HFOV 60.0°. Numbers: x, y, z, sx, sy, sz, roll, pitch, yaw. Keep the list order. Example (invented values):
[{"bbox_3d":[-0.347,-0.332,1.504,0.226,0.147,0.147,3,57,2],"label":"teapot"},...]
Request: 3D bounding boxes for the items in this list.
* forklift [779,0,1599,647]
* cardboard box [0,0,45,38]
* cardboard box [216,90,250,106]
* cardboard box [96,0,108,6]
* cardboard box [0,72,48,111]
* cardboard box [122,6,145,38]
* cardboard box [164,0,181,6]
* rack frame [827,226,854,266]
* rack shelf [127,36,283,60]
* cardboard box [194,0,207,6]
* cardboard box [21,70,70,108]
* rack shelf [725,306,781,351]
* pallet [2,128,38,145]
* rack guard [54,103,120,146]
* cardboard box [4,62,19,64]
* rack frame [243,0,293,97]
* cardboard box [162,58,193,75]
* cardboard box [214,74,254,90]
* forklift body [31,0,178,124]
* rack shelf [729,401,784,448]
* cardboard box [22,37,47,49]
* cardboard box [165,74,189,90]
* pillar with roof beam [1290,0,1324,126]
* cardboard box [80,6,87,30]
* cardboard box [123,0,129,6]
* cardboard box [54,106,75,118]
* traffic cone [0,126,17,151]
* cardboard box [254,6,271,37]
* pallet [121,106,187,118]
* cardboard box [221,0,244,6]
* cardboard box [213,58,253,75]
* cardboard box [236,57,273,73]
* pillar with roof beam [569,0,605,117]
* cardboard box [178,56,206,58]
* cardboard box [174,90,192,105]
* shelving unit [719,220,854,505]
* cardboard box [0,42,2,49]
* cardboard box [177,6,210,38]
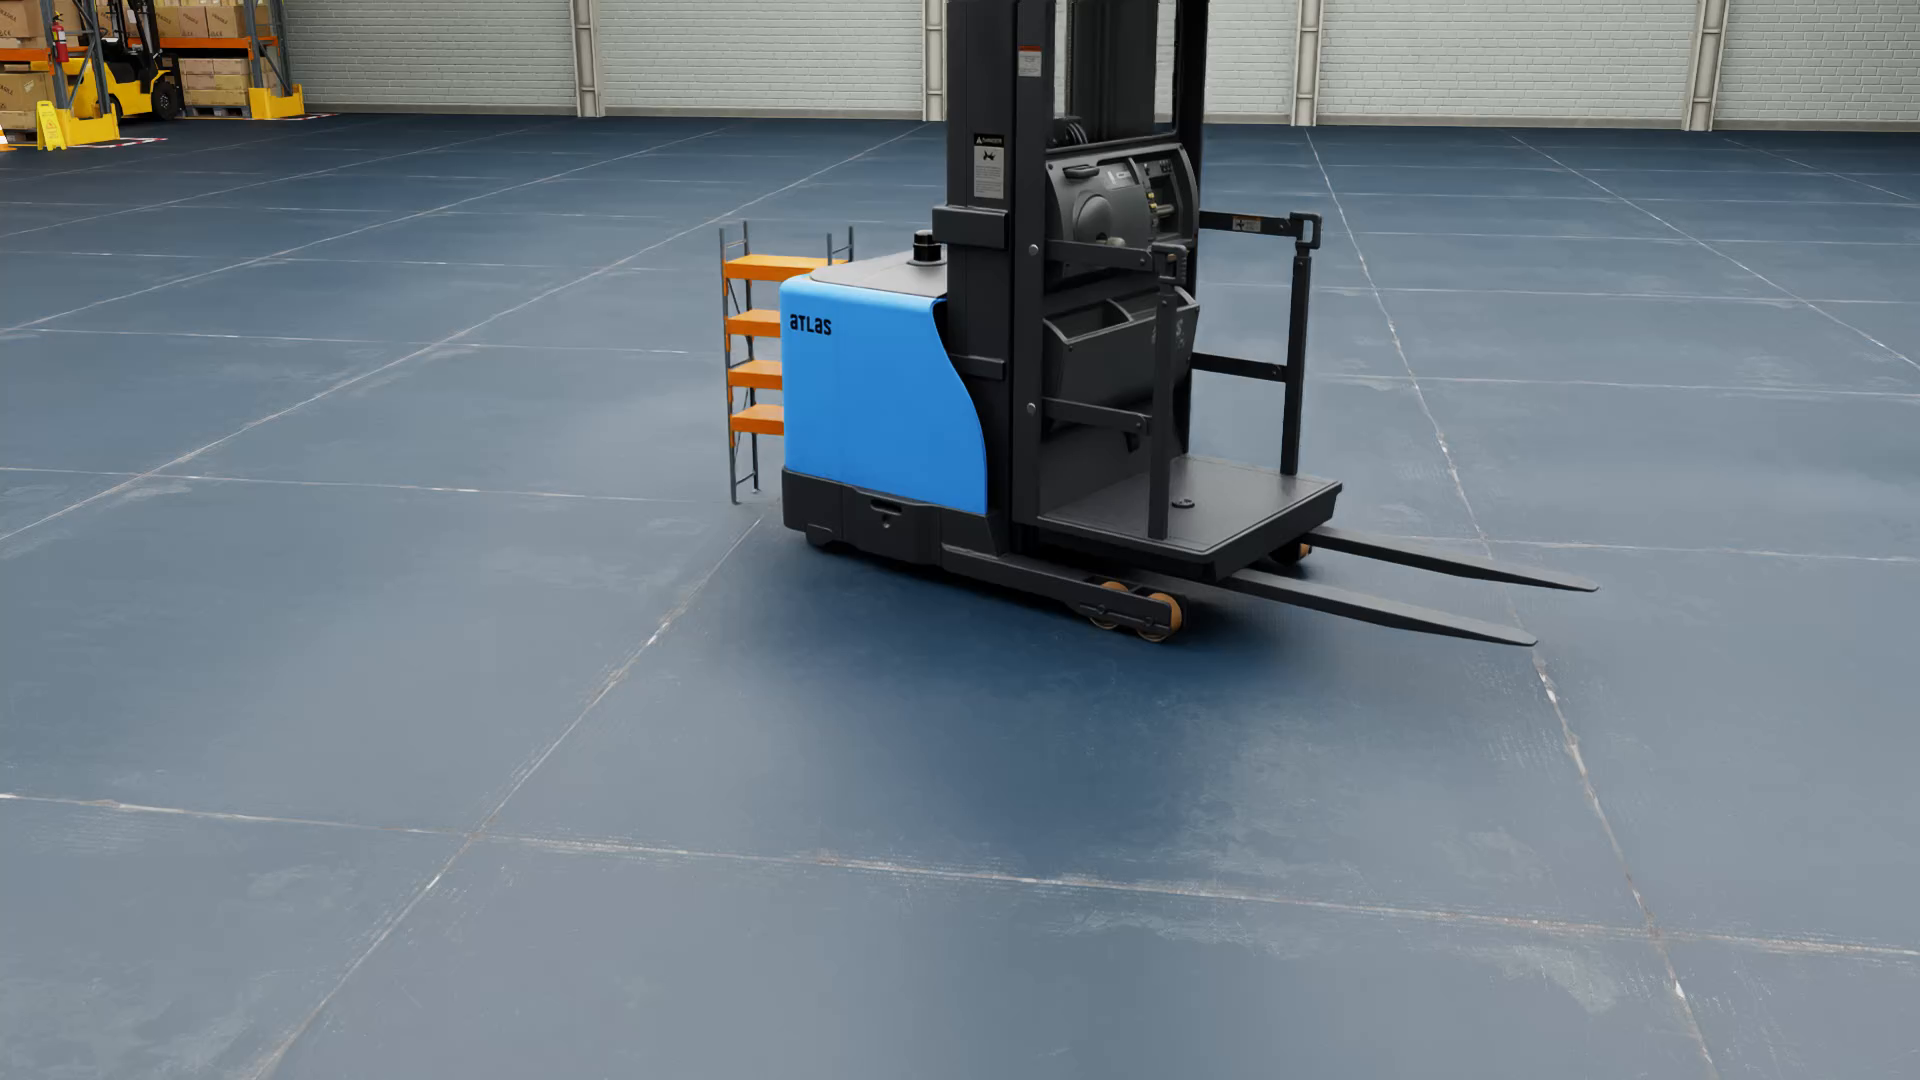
[{"bbox_3d":[0.760,-1.229,5.856,3.031,2.935,1.130,13,23,35],"label":"forklift"},{"bbox_3d":[-13.068,-7.263,23.156,0.500,0.500,0.500,3,19,8],"label":"cardboard box"},{"bbox_3d":[-12.219,-7.509,28.189,0.500,0.250,0.500,3,19,9],"label":"cardboard box"},{"bbox_3d":[-14.373,-9.080,28.035,0.250,0.149,0.380,3,19,8],"label":"cardboard box"},{"bbox_3d":[-13.321,-6.343,23.523,0.500,0.500,0.500,3,19,9],"label":"cardboard box"},{"bbox_3d":[-13.748,-8.755,28.085,0.500,0.500,0.500,3,19,9],"label":"cardboard box"},{"bbox_3d":[-13.110,-9.024,27.866,0.250,0.149,0.380,2,19,7],"label":"cardboard box"},{"bbox_3d":[-0.492,-0.706,7.024,0.015,1.200,0.240,7,20,19],"label":"rack frame"},{"bbox_3d":[-13.680,-8.448,28.459,4.000,0.370,1.077,3,19,9],"label":"rack shelf"},{"bbox_3d":[-12.596,-9.009,27.822,0.250,0.149,0.380,3,19,10],"label":"cardboard box"},{"bbox_3d":[-13.265,-6.513,24.030,0.500,0.500,0.500,2,19,7],"label":"cardboard box"},{"bbox_3d":[-0.722,-0.881,7.053,0.480,0.148,0.258,7,20,19],"label":"rack shelf"},{"bbox_3d":[-13.360,-5.867,24.005,1.213,0.211,1.003,3,19,9],"label":"pallet"},{"bbox_3d":[-12.564,-5.952,23.804,0.348,0.500,1.175,3,19,9],"label":"rack guard"},{"bbox_3d":[-16.937,-8.027,29.148,0.625,0.625,0.875,3,19,8],"label":"cardboard box"},{"bbox_3d":[-11.705,-8.689,28.044,0.127,3.000,1.000,3,19,9],"label":"rack frame"},{"bbox_3d":[-13.214,-8.030,28.170,0.500,0.250,0.500,3,19,9],"label":"cardboard box"},{"bbox_3d":[-12.235,-7.748,28.115,0.500,0.250,0.500,3,19,8],"label":"cardboard box"},{"bbox_3d":[-13.867,-7.810,26.756,1.214,2.155,2.313,3,19,9],"label":"forklift body"},{"bbox_3d":[-0.722,-0.481,7.186,0.480,0.148,0.258,7,20,19],"label":"rack shelf"},{"bbox_3d":[-12.892,-6.966,23.292,0.250,0.149,0.380,4,19,10],"label":"cardboard box"},{"bbox_3d":[-13.242,-7.796,28.258,0.500,0.250,0.500,2,19,7],"label":"cardboard box"},{"bbox_3d":[4.840,-9.597,21.302,0.400,9.000,9.100,3,19,9],"label":"pillar with roof beam"},{"bbox_3d":[-14.741,-8.812,28.256,0.500,0.500,0.500,3,19,10],"label":"cardboard box"},{"bbox_3d":[-13.858,-9.063,27.981,0.250,0.149,0.380,3,19,8],"label":"cardboard box"},{"bbox_3d":[-13.241,-6.156,24.146,0.500,0.250,0.500,3,19,8],"label":"cardboard box"},{"bbox_3d":[-13.118,-5.548,22.655,0.334,0.463,0.336,3,19,9],"label":"traffic cone"},{"bbox_3d":[-12.150,-8.848,28.363,0.500,0.500,0.500,4,19,10],"label":"cardboard box"},{"bbox_3d":[-13.668,-7.454,28.748,1.213,0.211,1.003,3,19,9],"label":"pallet"},{"bbox_3d":[-12.092,-8.974,27.715,0.250,0.149,0.380,3,19,9],"label":"cardboard box"},{"bbox_3d":[-12.209,-7.984,28.032,0.500,0.250,0.500,4,19,10],"label":"cardboard box"},{"bbox_3d":[-12.150,-8.142,28.505,0.500,0.250,0.500,3,19,8],"label":"cardboard box"},{"bbox_3d":[-7.009,-10.201,23.107,0.400,9.000,9.100,3,19,9],"label":"pillar with roof beam"},{"bbox_3d":[-13.136,-8.194,28.662,0.500,0.250,0.500,3,19,8],"label":"cardboard box"},{"bbox_3d":[-13.201,-7.565,28.356,0.500,0.250,0.500,3,19,9],"label":"cardboard box"},{"bbox_3d":[-0.722,-0.733,7.102,0.503,1.200,0.258,7,20,19],"label":"shelving unit"},{"bbox_3d":[-13.410,-6.964,23.285,0.250,0.149,0.380,3,19,8],"label":"cardboard box"},{"bbox_3d":[-12.744,-8.708,27.943,0.500,0.500,0.500,4,19,10],"label":"cardboard box"}]
